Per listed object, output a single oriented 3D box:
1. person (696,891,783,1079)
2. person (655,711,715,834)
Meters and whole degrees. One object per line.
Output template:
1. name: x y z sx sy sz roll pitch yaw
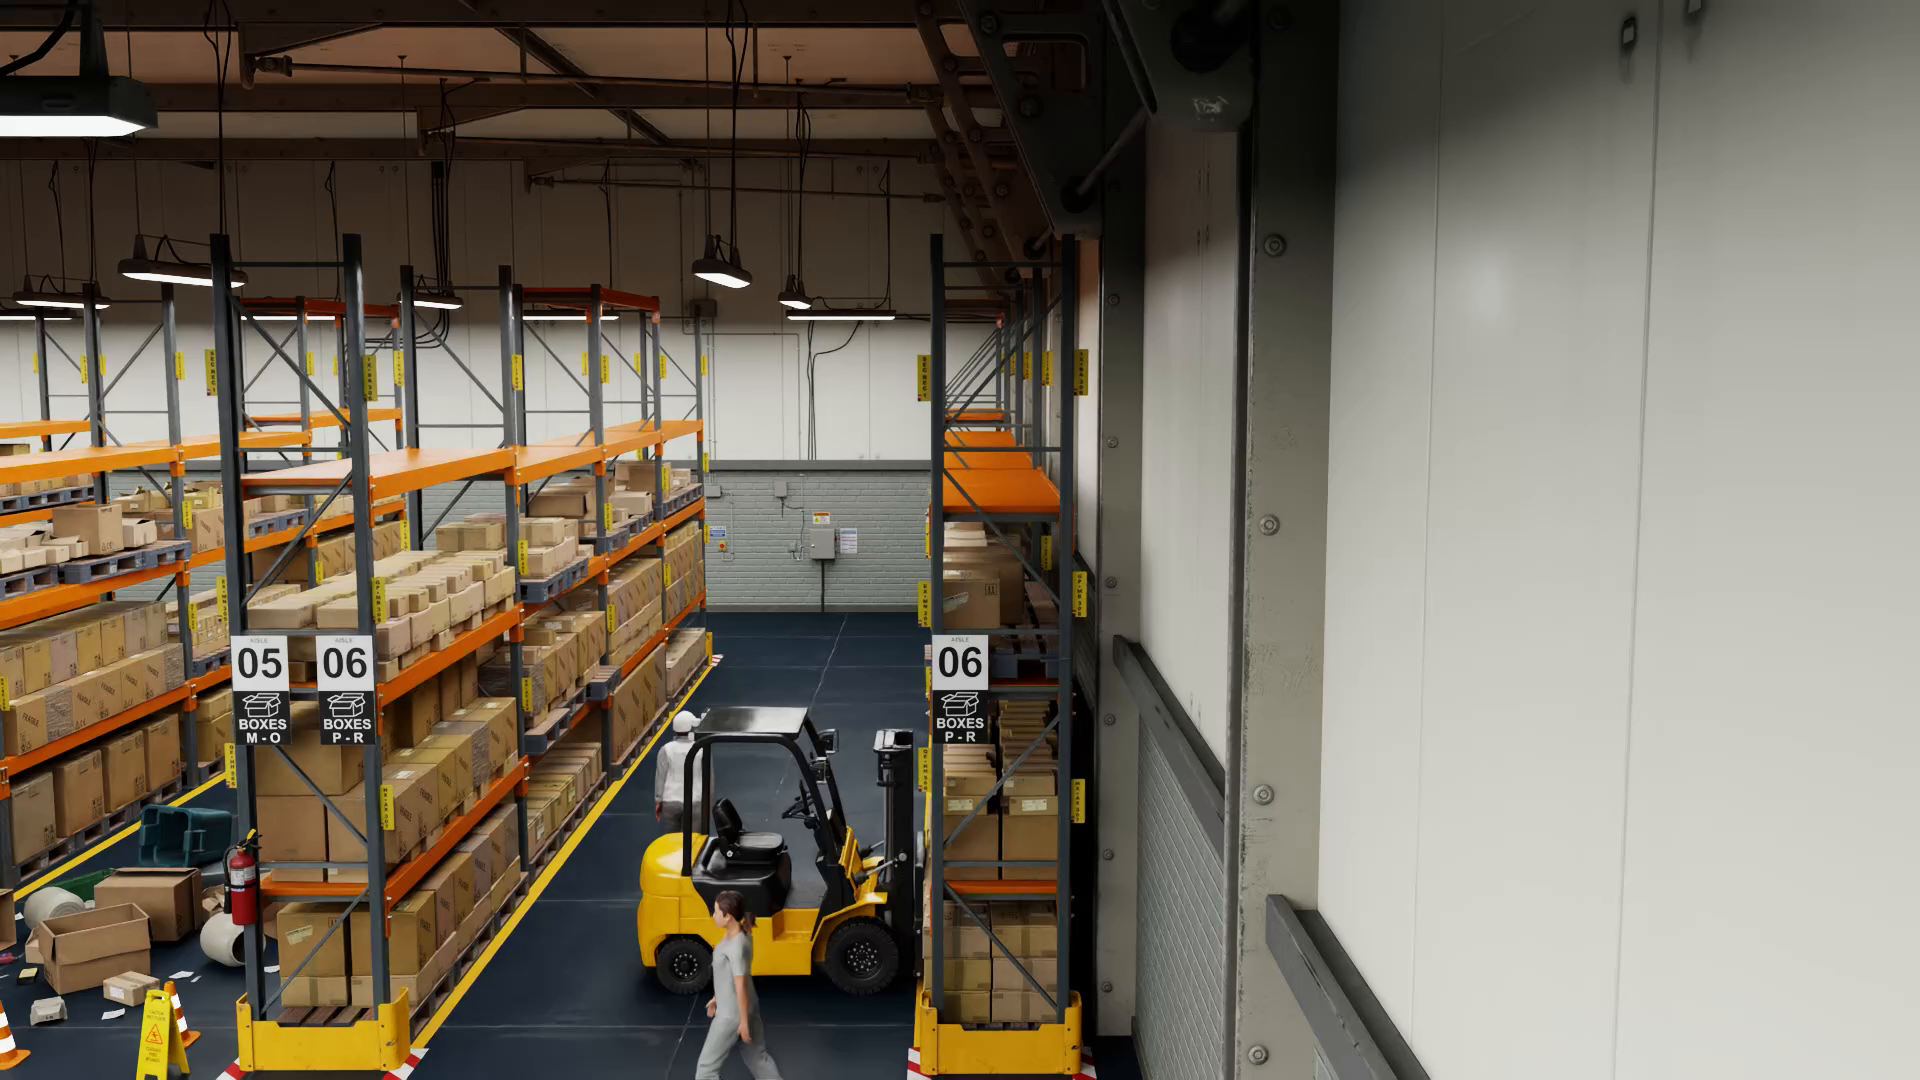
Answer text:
1. person: -1.521 3.135 11.070 0.867 1.650 0.454 0 6 4
2. person: -2.644 2.552 15.992 0.568 1.821 0.613 -1 6 -5
